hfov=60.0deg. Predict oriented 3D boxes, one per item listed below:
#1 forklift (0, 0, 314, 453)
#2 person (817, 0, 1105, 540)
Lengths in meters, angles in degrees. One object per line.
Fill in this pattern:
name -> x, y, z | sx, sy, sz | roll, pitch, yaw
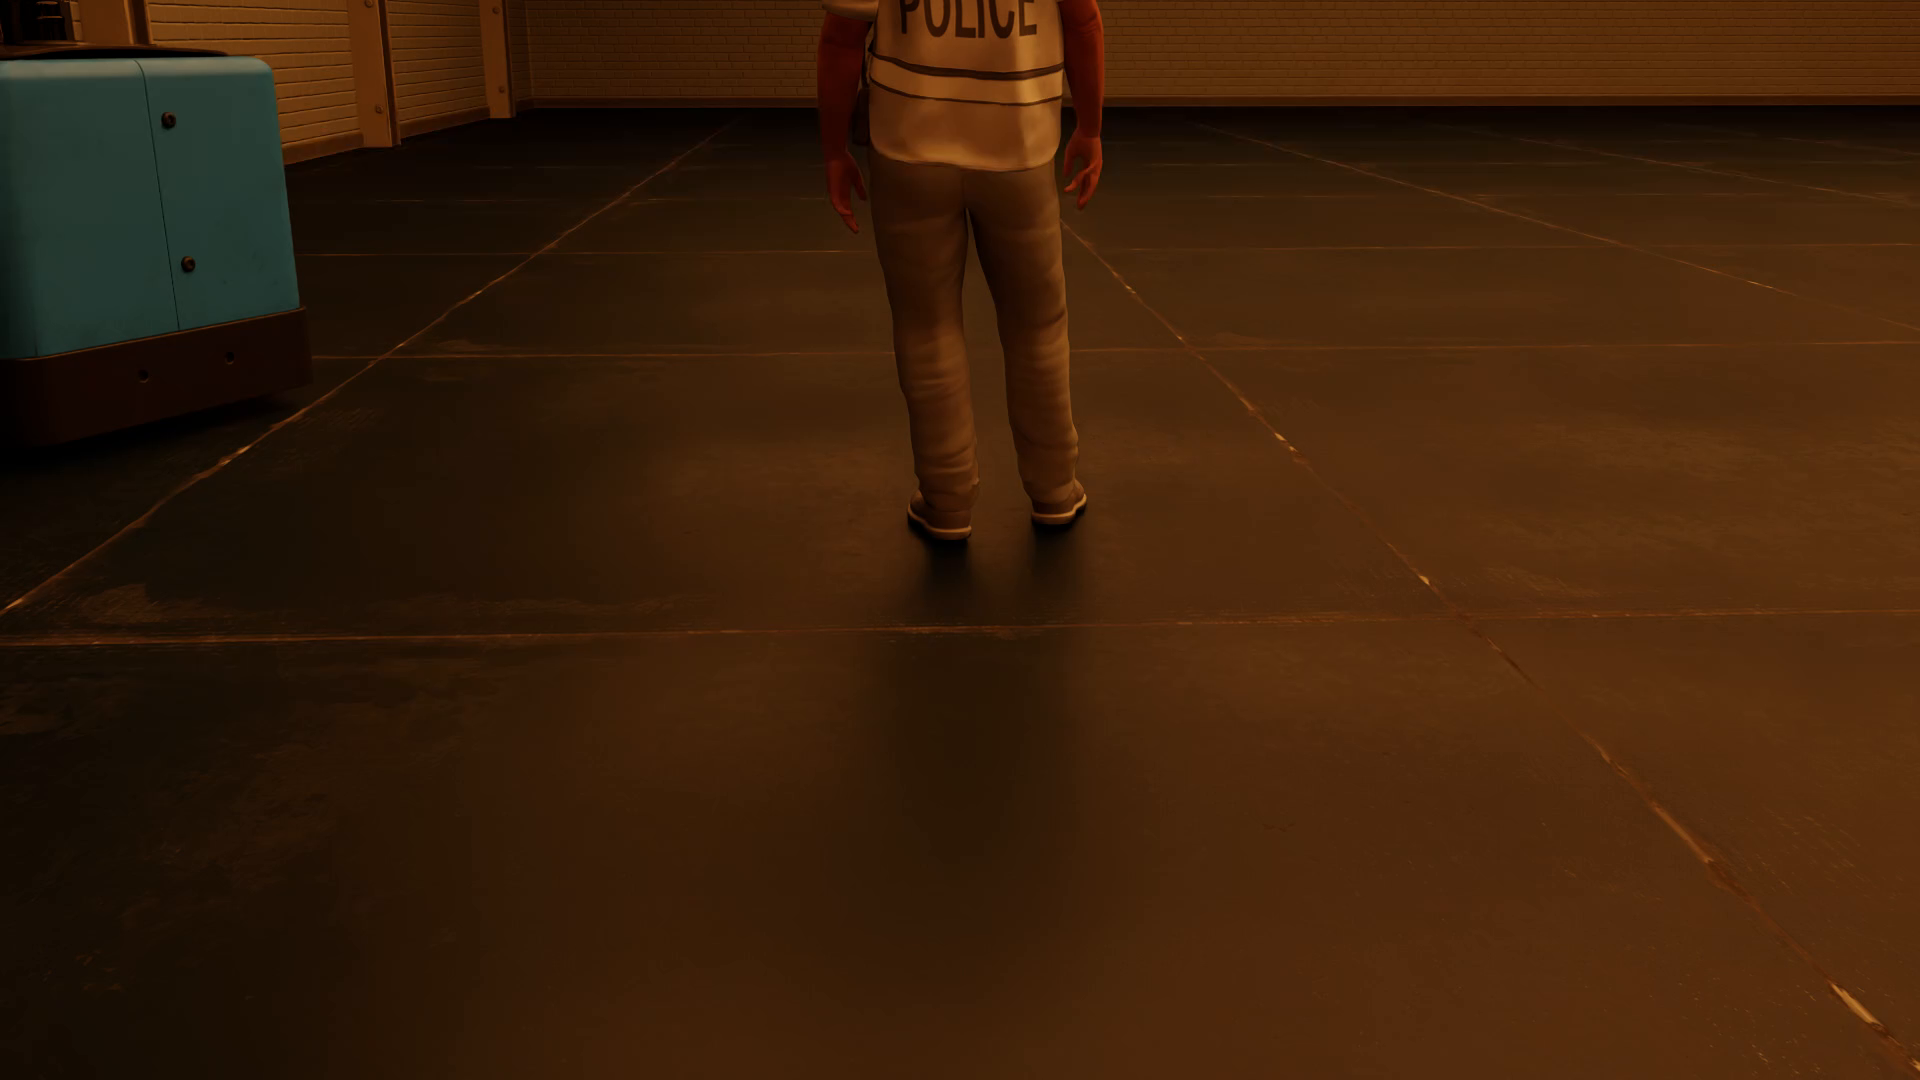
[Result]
forklift -> -3.623, -1.900, 5.120 | 3.031, 2.935, 1.130 | 8, 19, 24
person -> 0.008, -0.882, 3.730 | 0.640, 1.781, 0.575 | -1, 17, -3
